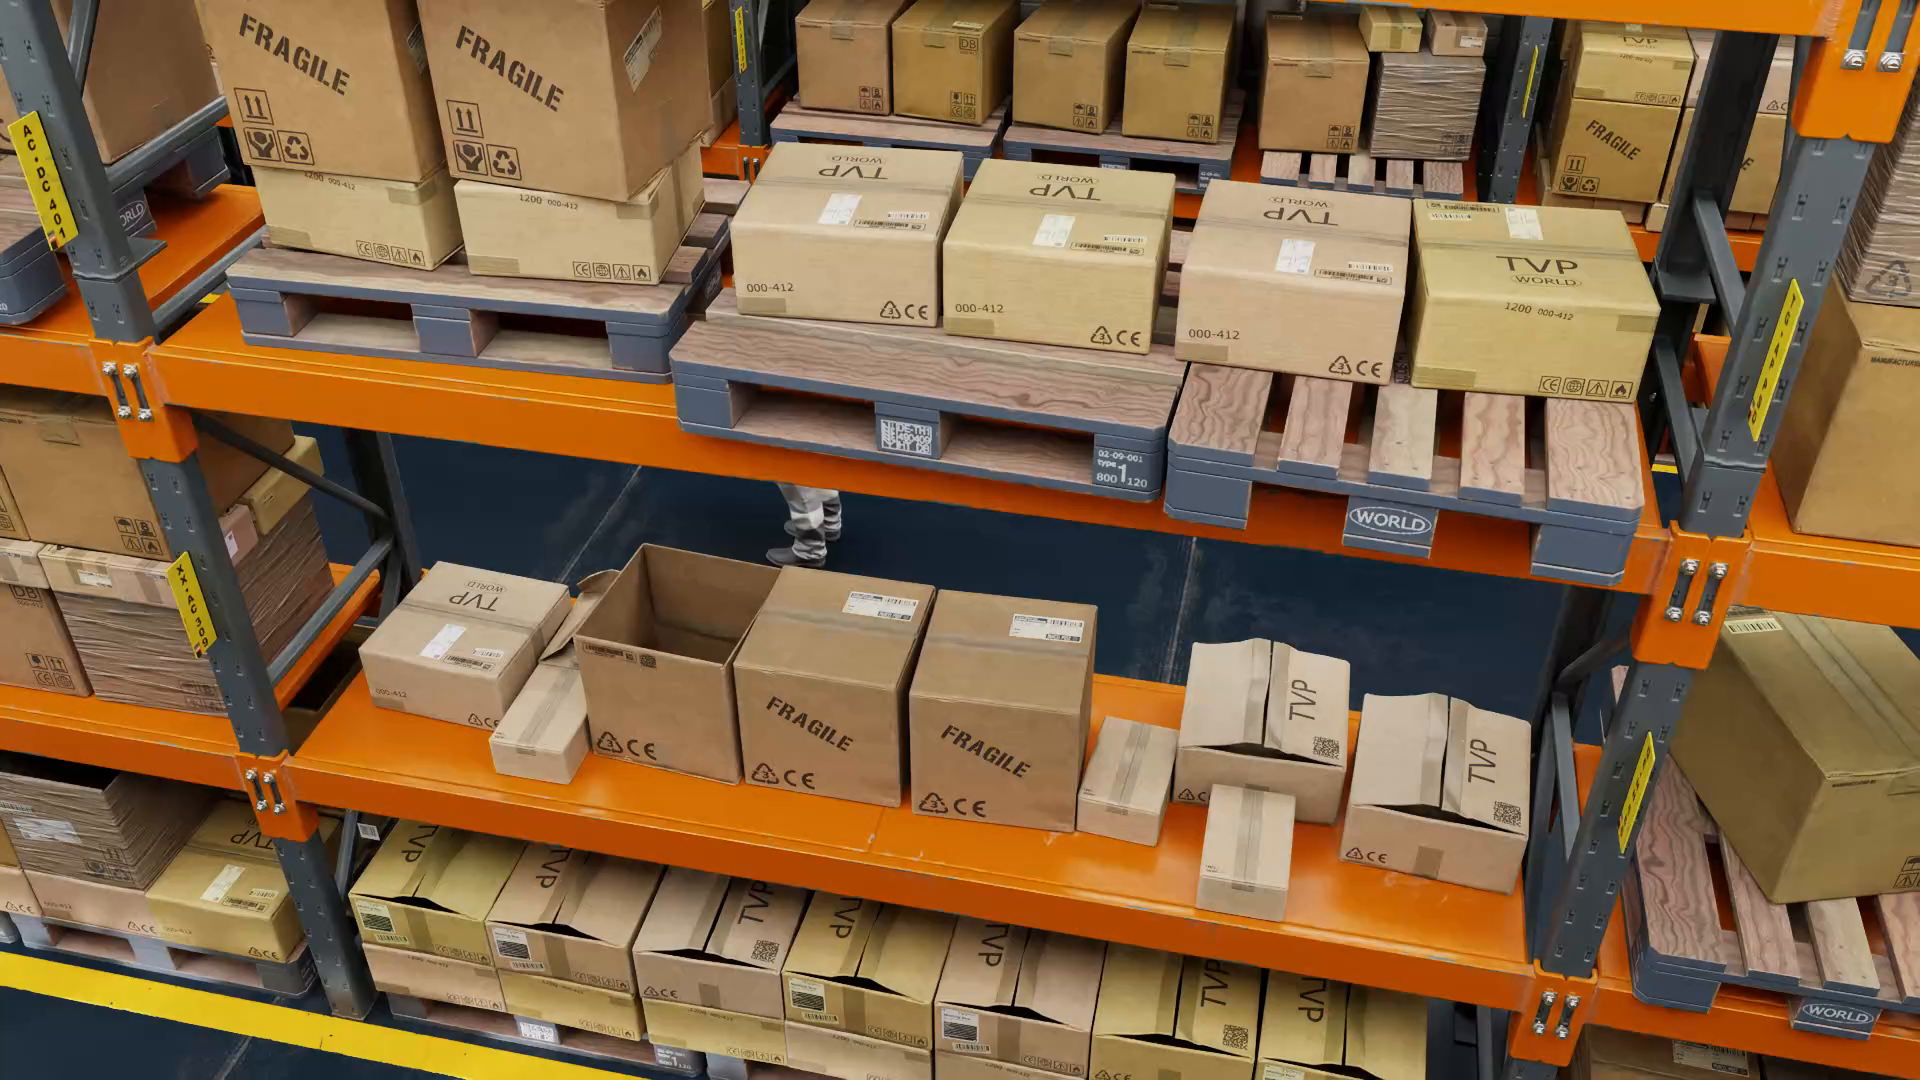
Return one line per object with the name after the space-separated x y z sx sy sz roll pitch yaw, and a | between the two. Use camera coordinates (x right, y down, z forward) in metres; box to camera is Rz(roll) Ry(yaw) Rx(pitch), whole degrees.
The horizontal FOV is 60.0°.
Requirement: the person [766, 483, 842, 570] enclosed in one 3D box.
-0.851 -0.679 7.872 0.559 1.786 0.495 7 37 10 | person
